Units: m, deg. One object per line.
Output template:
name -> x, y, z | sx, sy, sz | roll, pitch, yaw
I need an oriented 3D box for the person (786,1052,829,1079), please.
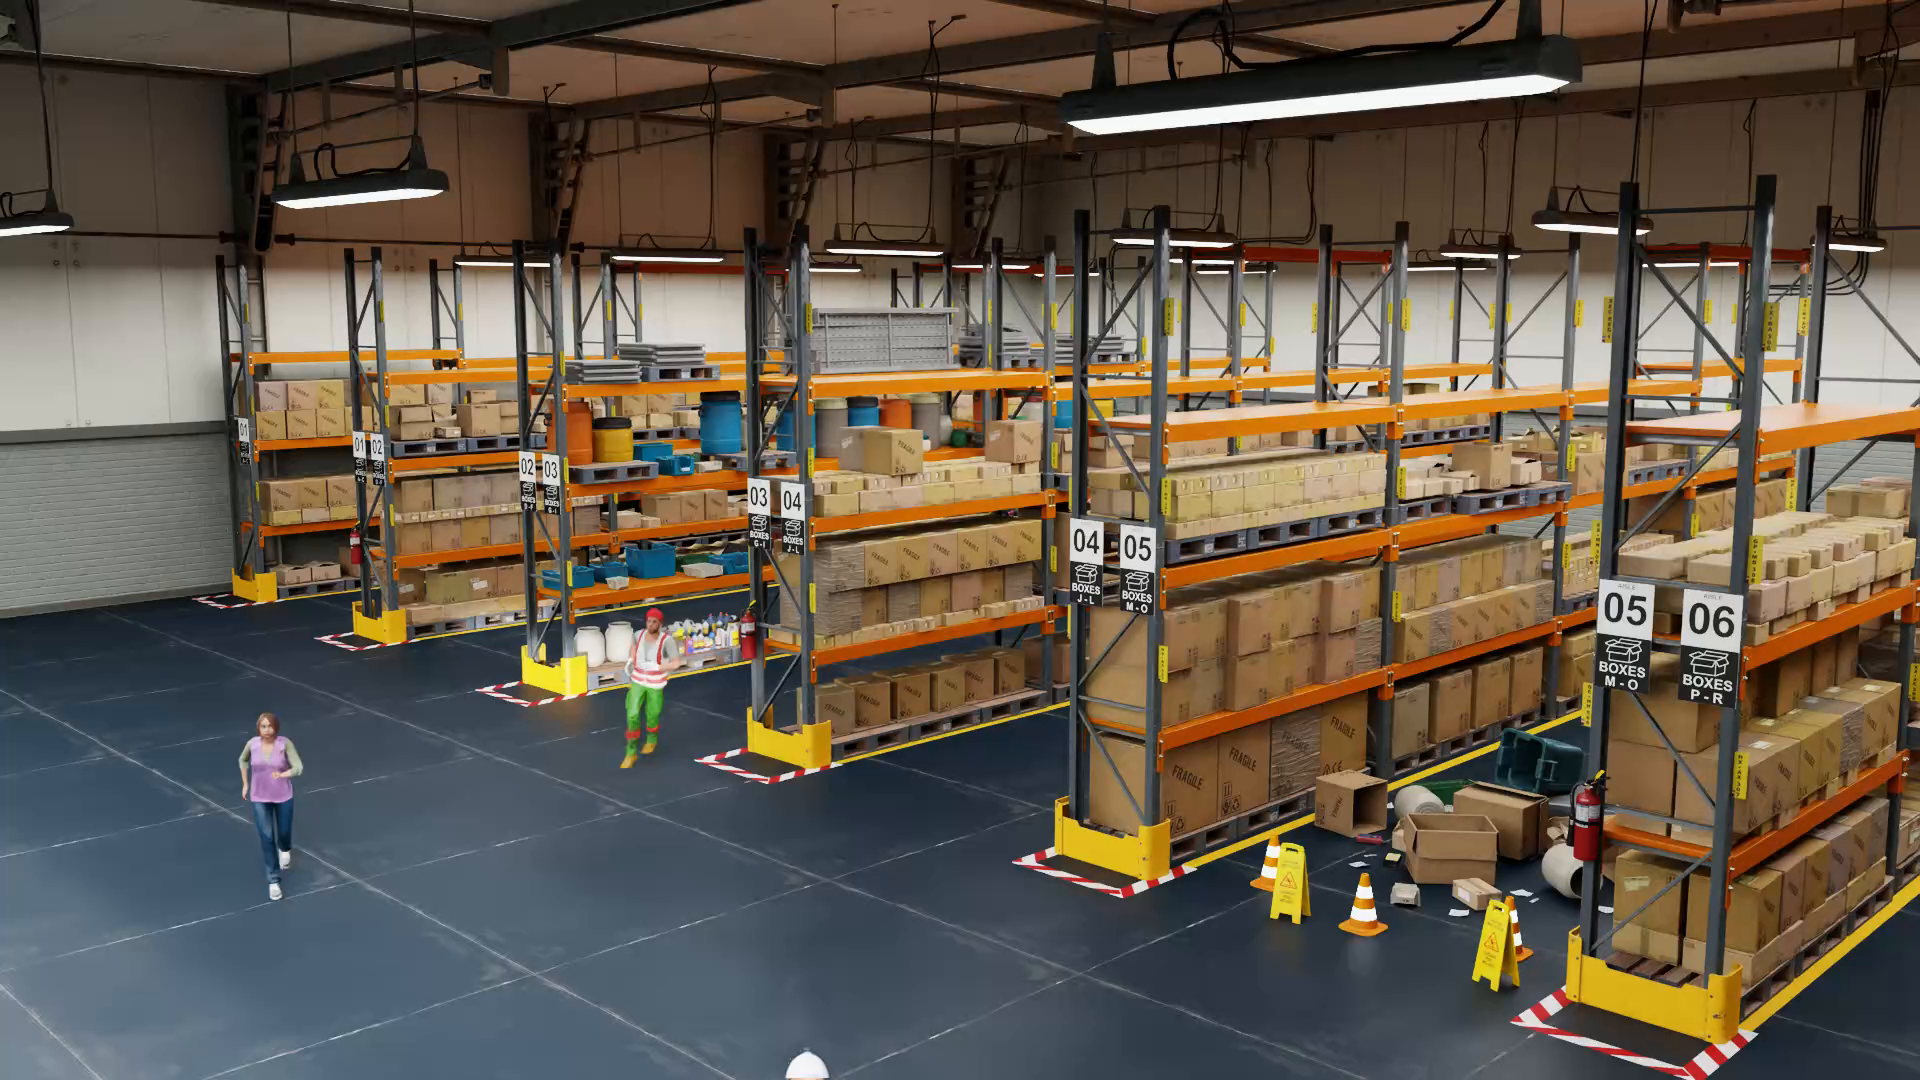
person -> -0.715, 3.229, 7.788 | 0.608, 1.718, 0.590 | -1, 8, -6

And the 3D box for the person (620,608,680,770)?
person -> -3.448, 1.653, 18.794 | 0.665, 1.833, 0.791 | 1, 8, 8

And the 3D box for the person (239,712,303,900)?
person -> -6.071, 2.284, 14.692 | 0.534, 1.586, 0.873 | -3, 9, -19
